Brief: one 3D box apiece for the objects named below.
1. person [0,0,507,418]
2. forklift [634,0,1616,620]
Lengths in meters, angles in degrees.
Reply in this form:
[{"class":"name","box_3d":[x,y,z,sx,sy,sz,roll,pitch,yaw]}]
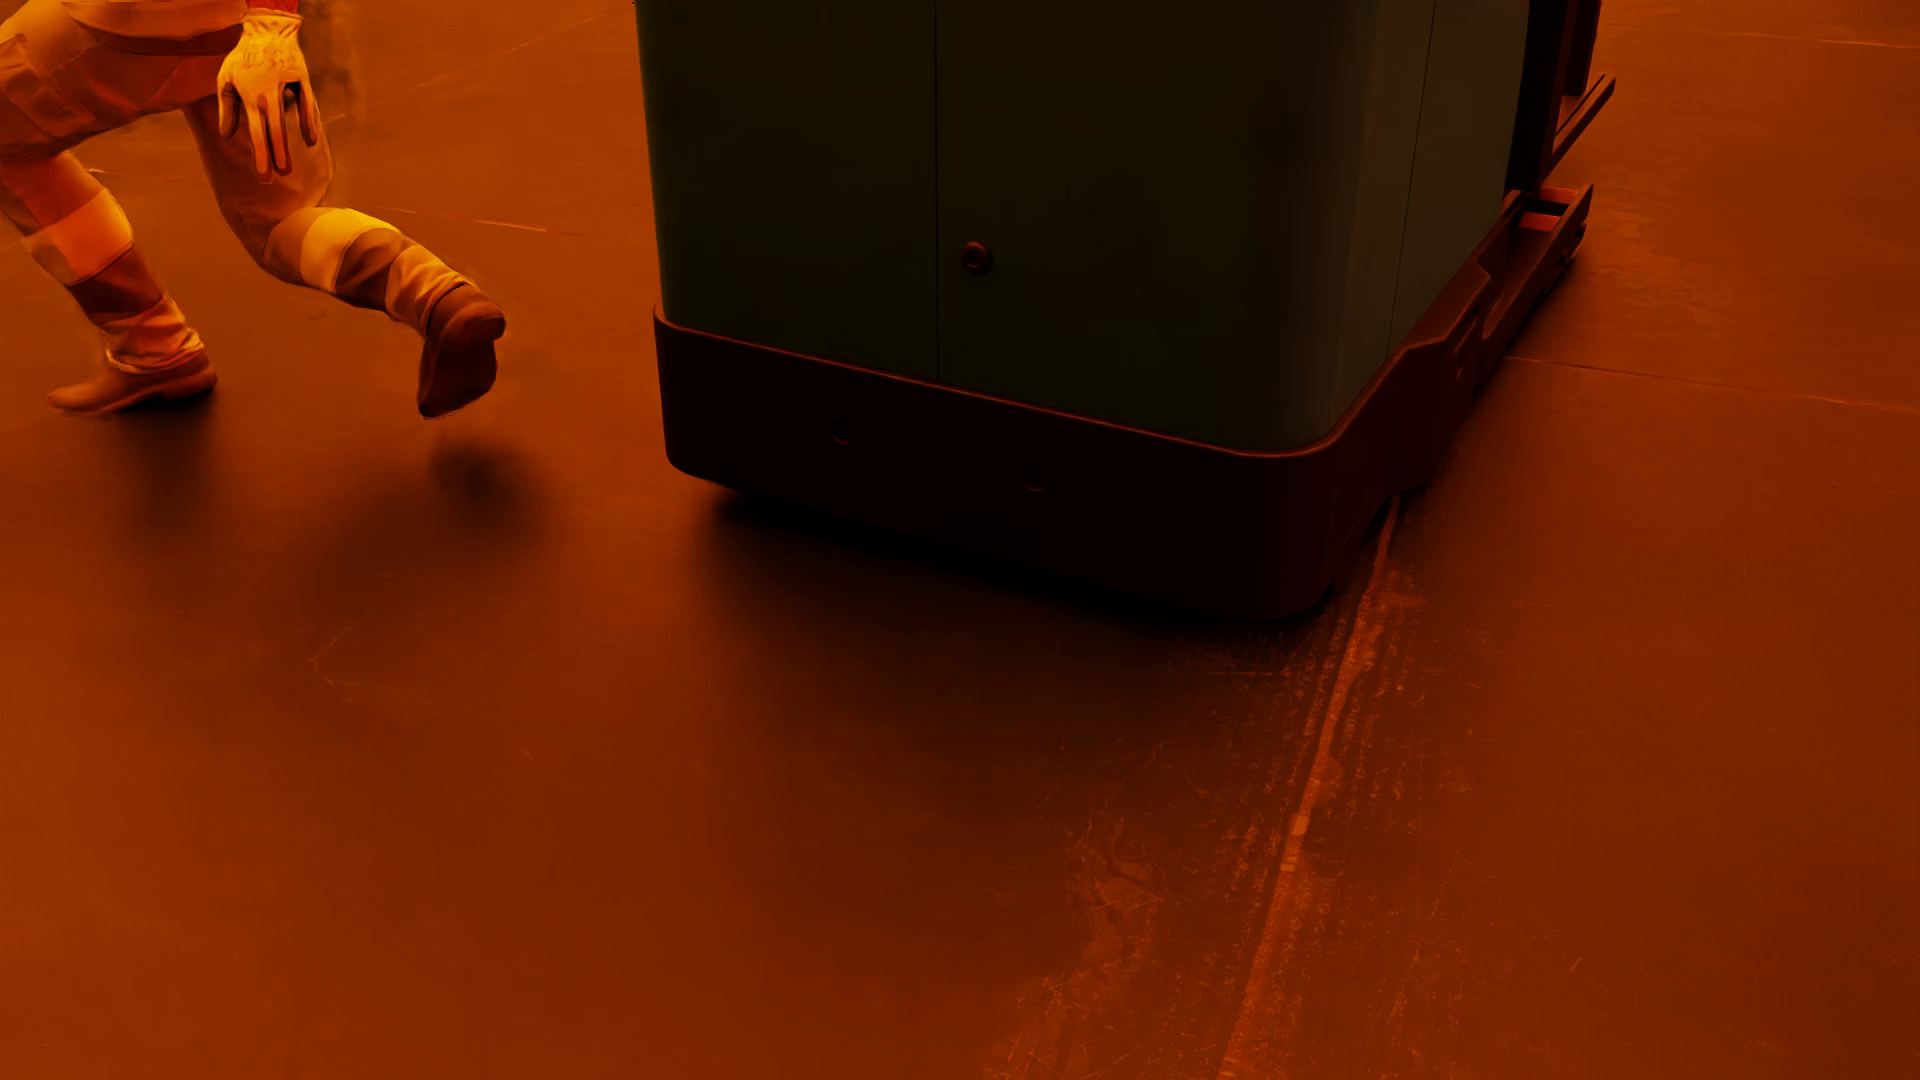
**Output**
[{"class":"person","box_3d":[-1.195,-0.821,2.460,0.953,1.540,0.685,3,30,5]},{"class":"forklift","box_3d":[0.684,-1.868,2.823,1.130,2.935,3.031,15,33,24]}]
